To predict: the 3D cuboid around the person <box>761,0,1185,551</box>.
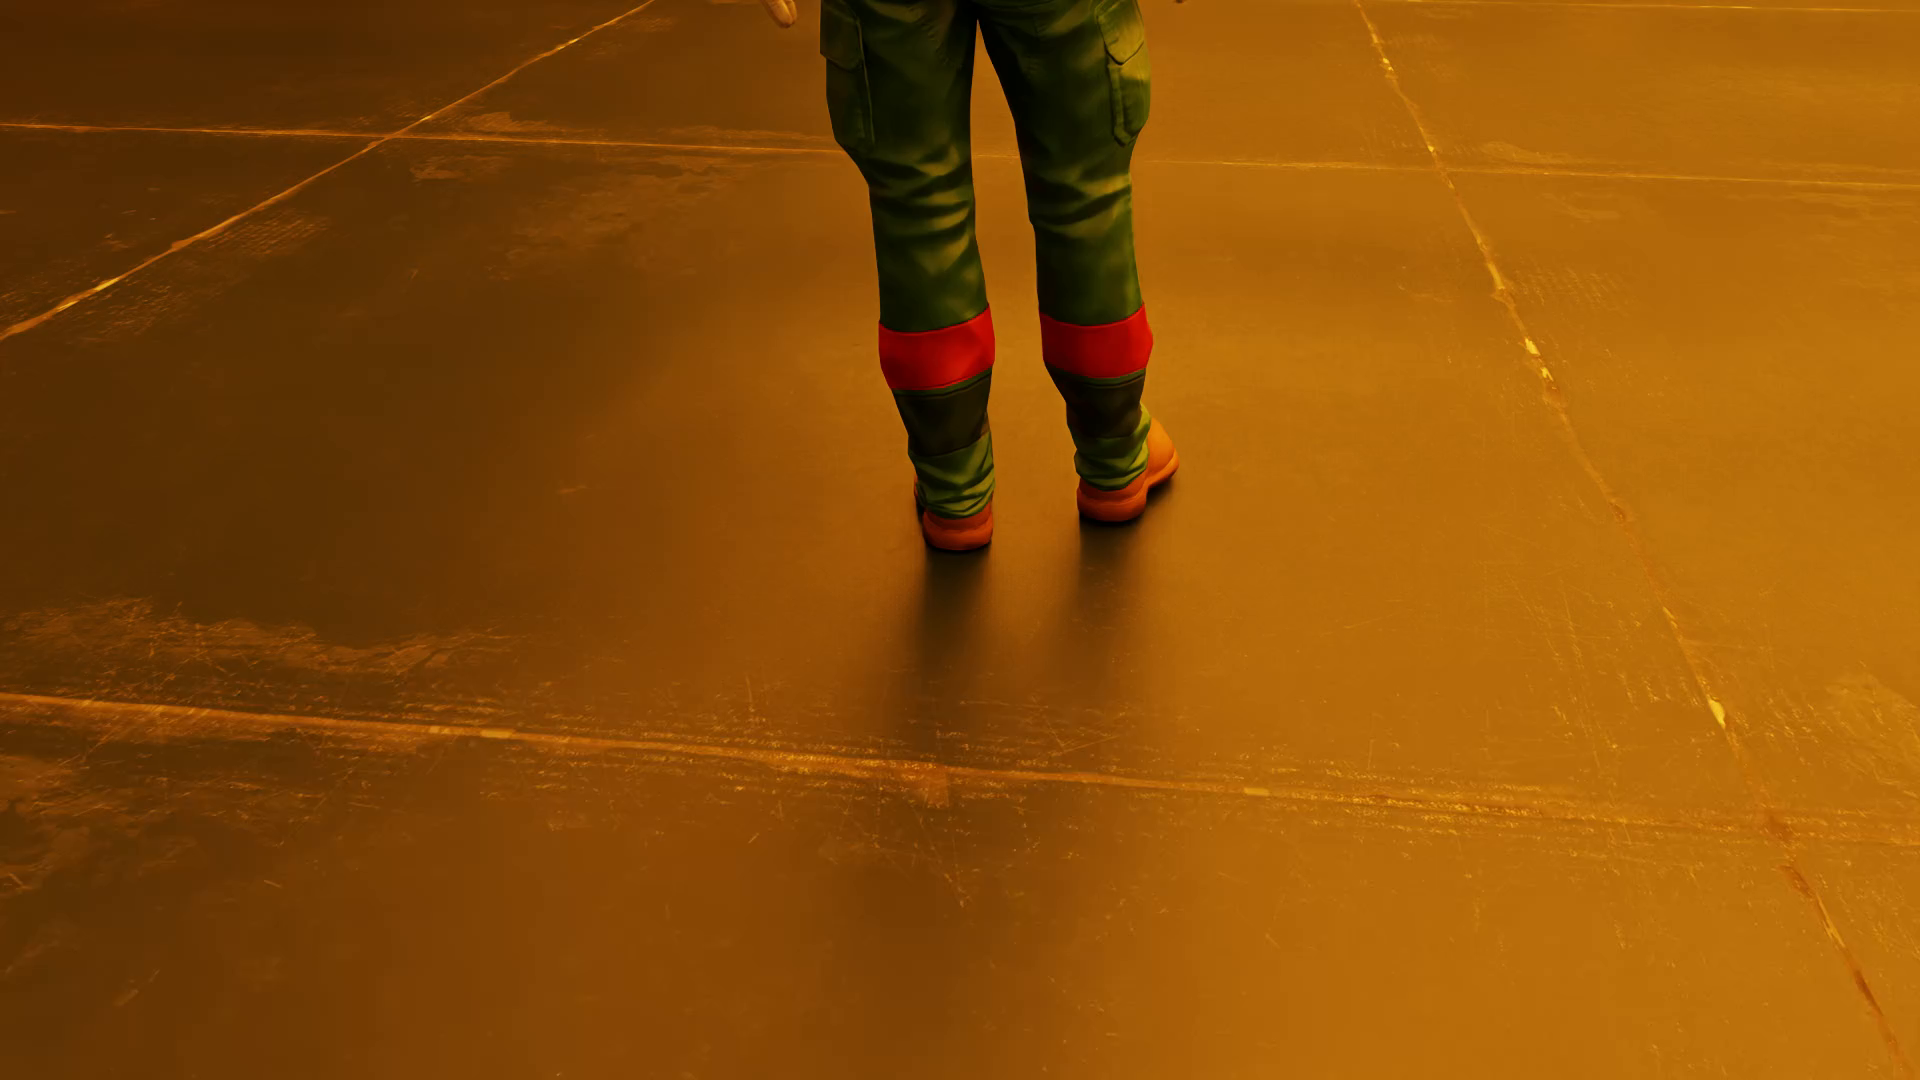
[{"bbox_3d":[0.023,-0.842,2.168,0.637,1.790,0.562,3,27,7],"label":"person"}]
